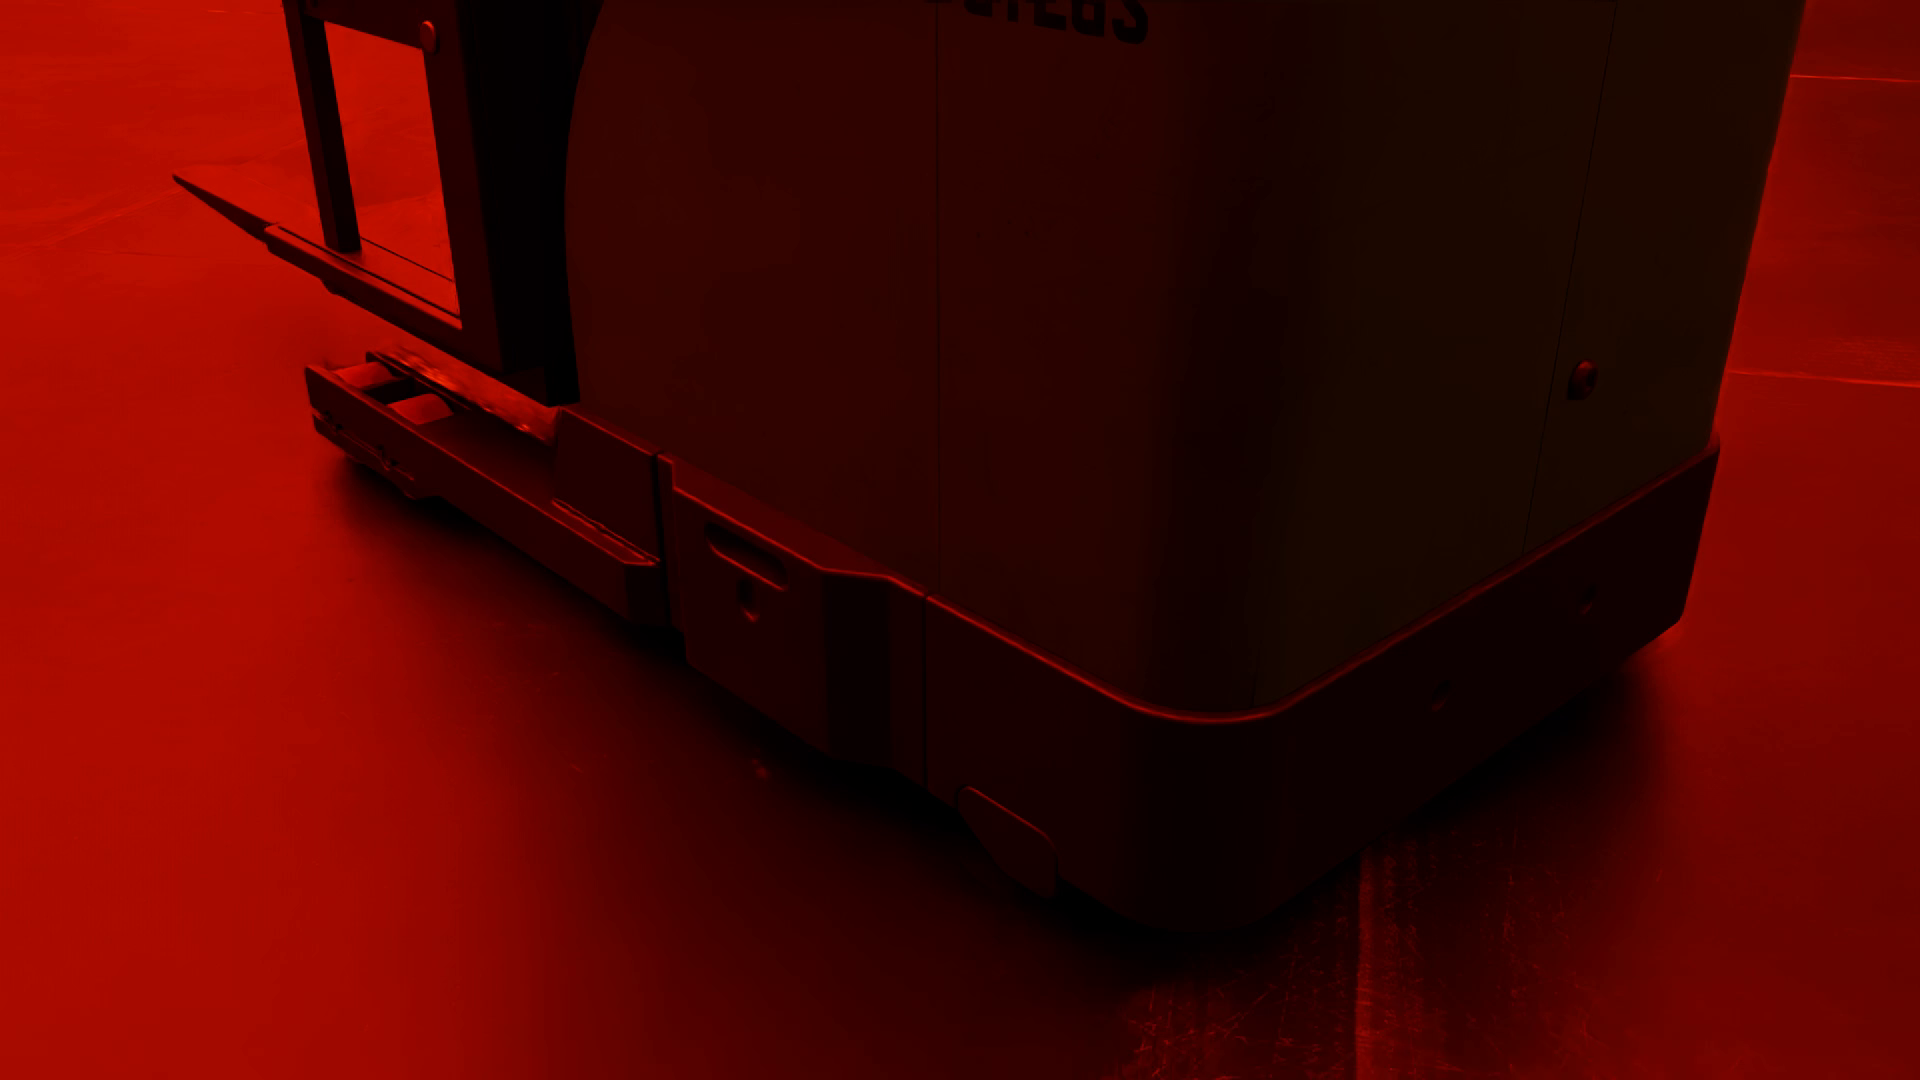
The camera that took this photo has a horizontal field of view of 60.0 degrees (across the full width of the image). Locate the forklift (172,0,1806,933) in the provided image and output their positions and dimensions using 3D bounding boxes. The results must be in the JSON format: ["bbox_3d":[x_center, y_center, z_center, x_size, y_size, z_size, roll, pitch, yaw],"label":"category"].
[{"bbox_3d":[-0.423,-1.508,2.236,1.130,2.935,3.031,-23,35,-37],"label":"forklift"}]
